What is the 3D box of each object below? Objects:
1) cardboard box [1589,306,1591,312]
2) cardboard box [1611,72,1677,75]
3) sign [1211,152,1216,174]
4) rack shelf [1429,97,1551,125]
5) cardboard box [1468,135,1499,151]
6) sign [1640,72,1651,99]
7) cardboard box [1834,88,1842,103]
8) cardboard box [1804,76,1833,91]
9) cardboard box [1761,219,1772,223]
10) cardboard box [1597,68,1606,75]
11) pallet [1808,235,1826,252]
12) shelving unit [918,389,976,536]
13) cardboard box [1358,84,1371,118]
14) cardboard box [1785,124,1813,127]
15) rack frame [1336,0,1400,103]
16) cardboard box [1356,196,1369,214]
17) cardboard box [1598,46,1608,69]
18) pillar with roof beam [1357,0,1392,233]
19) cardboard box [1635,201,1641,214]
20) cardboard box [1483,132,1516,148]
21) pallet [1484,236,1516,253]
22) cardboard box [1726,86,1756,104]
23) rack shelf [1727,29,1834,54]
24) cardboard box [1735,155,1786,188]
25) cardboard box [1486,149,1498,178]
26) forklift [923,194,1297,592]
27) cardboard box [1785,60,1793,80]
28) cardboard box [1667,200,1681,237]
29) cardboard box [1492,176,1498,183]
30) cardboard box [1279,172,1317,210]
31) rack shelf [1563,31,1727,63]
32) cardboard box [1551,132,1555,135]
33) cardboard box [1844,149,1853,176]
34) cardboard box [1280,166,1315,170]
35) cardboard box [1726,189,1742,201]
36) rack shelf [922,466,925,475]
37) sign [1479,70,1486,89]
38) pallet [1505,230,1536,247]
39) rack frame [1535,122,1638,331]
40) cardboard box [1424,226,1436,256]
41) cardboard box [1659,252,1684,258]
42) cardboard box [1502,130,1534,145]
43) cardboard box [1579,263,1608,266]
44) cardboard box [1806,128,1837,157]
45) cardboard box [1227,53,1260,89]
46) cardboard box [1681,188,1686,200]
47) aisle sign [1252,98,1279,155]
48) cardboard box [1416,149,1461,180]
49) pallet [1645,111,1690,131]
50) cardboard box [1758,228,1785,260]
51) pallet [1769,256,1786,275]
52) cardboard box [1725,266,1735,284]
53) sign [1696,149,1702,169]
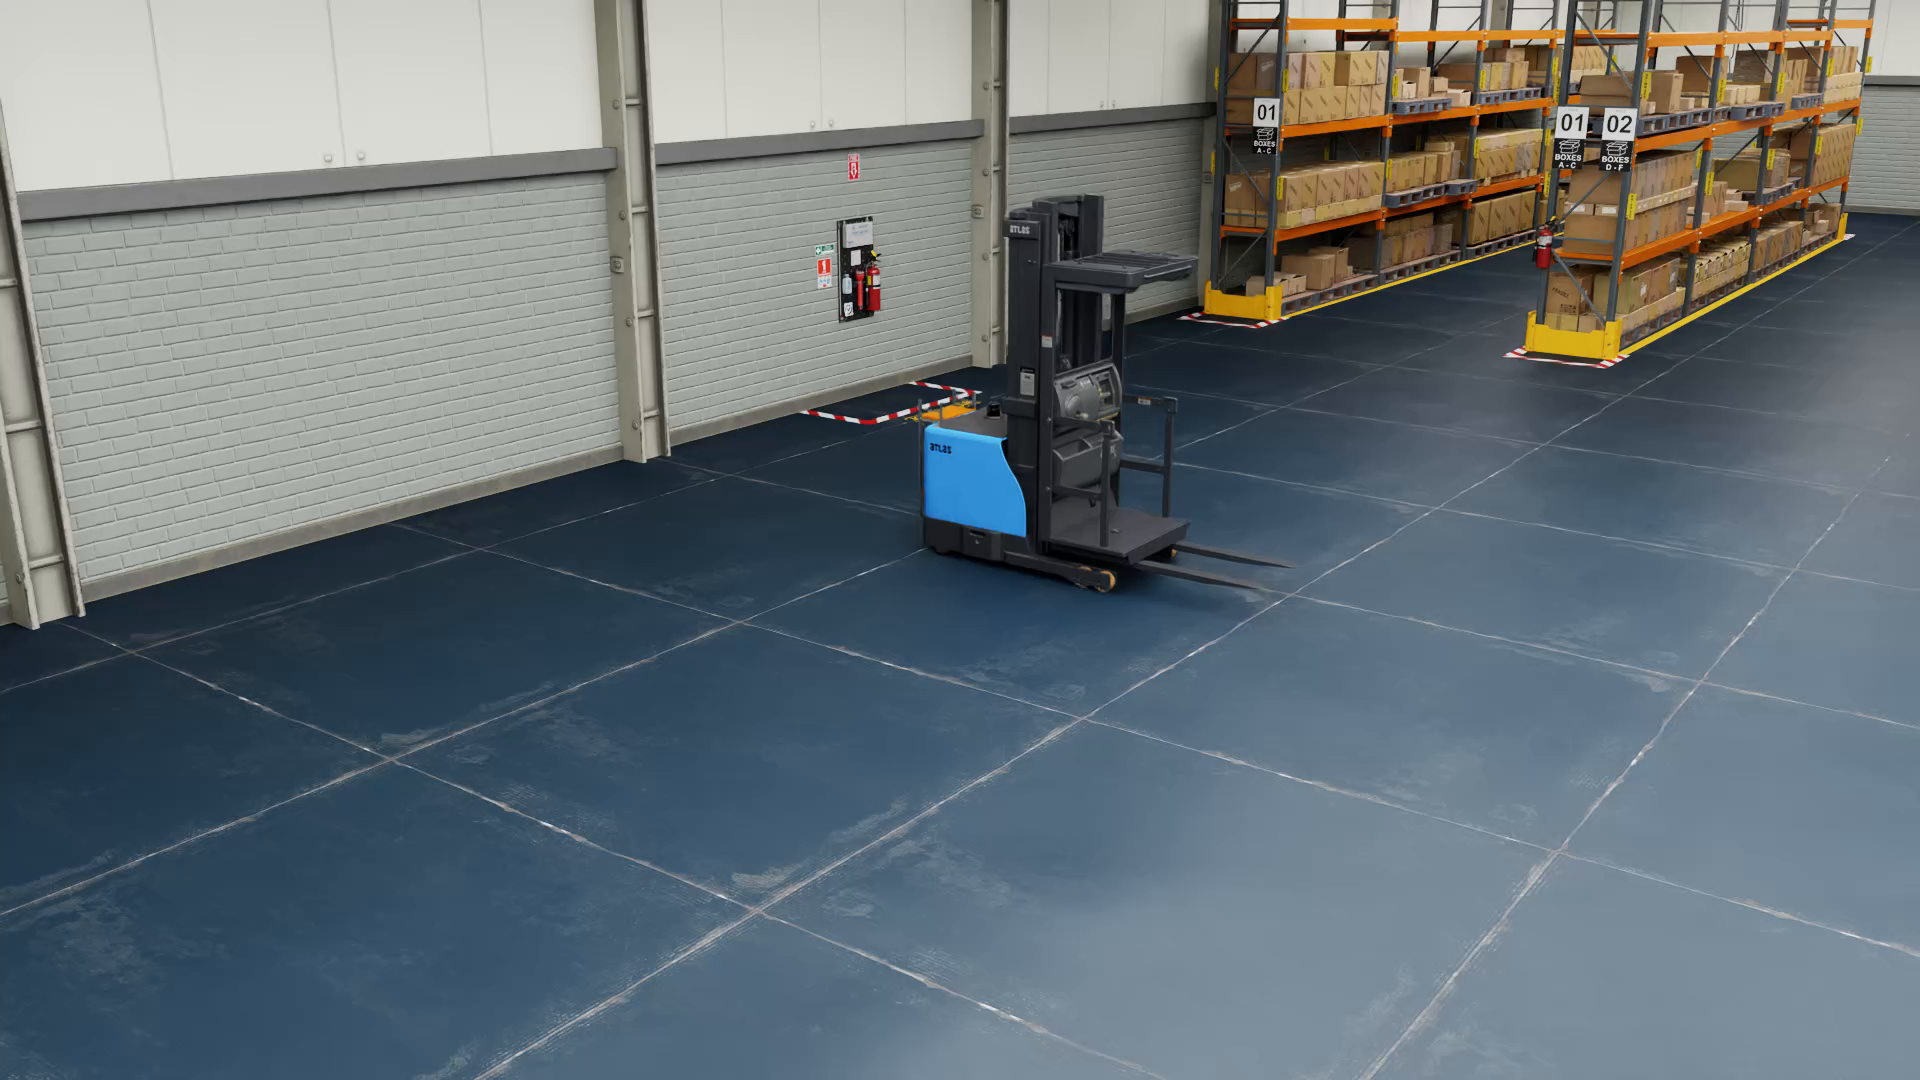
[{"bbox_3d":[8.579,-3.133,23.202,0.500,0.250,0.500,12,21,35],"label":"cardboard box"},{"bbox_3d":[9.510,-6.276,23.221,0.797,0.503,0.637,15,23,41],"label":"cardboard box"},{"bbox_3d":[3.794,-5.625,24.816,0.100,0.325,0.005,12,21,35],"label":"sign"},{"bbox_3d":[10.187,-8.289,32.035,1.077,0.370,4.000,12,21,35],"label":"rack shelf"},{"bbox_3d":[9.792,-7.472,31.280,0.500,0.250,0.500,12,21,34],"label":"cardboard box"},{"bbox_3d":[8.651,-5.732,20.980,0.100,0.325,0.005,12,21,35],"label":"sign"},{"bbox_3d":[16.448,-8.473,31.664,0.500,0.250,0.500,12,21,35],"label":"cardboard box"},{"bbox_3d":[15.848,-8.474,30.826,0.500,0.250,0.500,12,21,35],"label":"cardboard box"},{"bbox_3d":[14.875,-5.747,31.164,0.500,0.500,0.500,11,21,32],"label":"cardboard box"},{"bbox_3d":[13.538,-10.017,35.762,0.500,0.250,0.500,13,22,36],"label":"cardboard box"},{"bbox_3d":[16.495,-5.926,32.970,1.003,0.211,1.213,12,21,35],"label":"pallet"},{"bbox_3d":[-0.107,-0.656,14.333,0.258,1.200,0.503,12,21,34],"label":"shelving unit"},{"bbox_3d":[6.198,-6.979,26.400,0.500,0.500,0.500,10,20,30],"label":"cardboard box"},{"bbox_3d":[16.659,-7.977,33.019,0.500,0.500,0.500,13,21,35],"label":"cardboard box"},{"bbox_3d":[6.612,-8.636,26.881,1.000,3.000,0.127,12,21,35],"label":"rack frame"},{"bbox_3d":[6.269,-5.426,26.877,0.500,0.250,0.500,13,21,35],"label":"cardboard box"},{"bbox_3d":[13.545,-10.374,35.647,0.500,0.500,0.500,12,21,35],"label":"cardboard box"},{"bbox_3d":[10.983,-8.672,26.995,9.100,9.000,0.400,12,21,35],"label":"pillar with roof beam"},{"bbox_3d":[8.920,-4.480,22.349,0.380,0.149,0.250,13,21,35],"label":"cardboard box"},{"bbox_3d":[10.386,-7.715,32.061,0.500,0.250,0.500,12,21,34],"label":"cardboard box"},{"bbox_3d":[10.253,-5.856,32.746,1.003,0.211,1.213,12,21,35],"label":"pallet"},{"bbox_3d":[12.453,-7.165,26.746,0.500,0.250,0.500,13,22,36],"label":"cardboard box"},{"bbox_3d":[14.167,-8.656,28.833,1.077,0.370,4.000,12,21,35],"label":"rack shelf"},{"bbox_3d":[13.959,-6.452,29.086,0.500,0.500,0.700,-15,23,-40],"label":"cardboard box"},{"bbox_3d":[9.809,-7.117,31.400,0.500,0.500,0.500,13,22,36],"label":"cardboard box"},{"bbox_3d":[1.186,-1.171,13.073,3.031,2.935,1.130,12,21,34],"label":"forklift"},{"bbox_3d":[14.207,-8.106,29.185,0.600,0.600,0.600,11,21,33],"label":"cardboard box"},{"bbox_3d":[10.024,-4.711,24.188,0.700,0.500,0.500,12,21,34],"label":"cardboard box"},{"bbox_3d":[10.121,-6.963,31.997,0.380,0.149,0.250,13,21,36],"label":"cardboard box"},{"bbox_3d":[5.057,-5.291,25.180,0.500,0.500,0.500,12,21,35],"label":"cardboard box"},{"bbox_3d":[9.401,-6.751,22.697,1.077,0.370,4.000,12,21,35],"label":"rack shelf"},{"bbox_3d":[12.580,-8.294,35.389,0.980,0.700,0.700,11,20,32],"label":"cardboard box"},{"bbox_3d":[17.694,-7.648,33.646,0.500,0.500,0.500,13,22,36],"label":"cardboard box"},{"bbox_3d":[5.251,-5.627,26.259,0.500,0.500,0.500,13,21,35],"label":"cardboard box"},{"bbox_3d":[12.724,-5.728,27.782,0.500,0.311,0.500,14,22,38],"label":"cardboard box"},{"bbox_3d":[-0.107,-0.592,14.353,0.258,0.148,0.480,12,21,34],"label":"rack shelf"},{"bbox_3d":[9.429,-8.307,30.007,0.100,0.325,0.005,12,21,35],"label":"sign"},{"bbox_3d":[10.979,-6.148,33.686,1.003,0.211,1.213,12,21,35],"label":"pallet"},{"bbox_3d":[8.209,-3.944,21.887,1.000,3.000,0.127,12,21,35],"label":"rack frame"},{"bbox_3d":[8.207,-5.458,30.234,0.700,0.500,0.500,12,21,35],"label":"cardboard box"},{"bbox_3d":[11.207,-4.443,26.475,0.500,0.311,0.500,12,21,35],"label":"cardboard box"},{"bbox_3d":[10.993,-7.958,32.843,0.500,0.250,0.500,13,21,36],"label":"cardboard box"},{"bbox_3d":[9.172,-3.730,23.860,0.500,0.500,0.500,12,21,35],"label":"cardboard box"},{"bbox_3d":[16.479,-7.635,31.919,0.500,0.500,0.500,12,21,33],"label":"cardboard box"},{"bbox_3d":[4.275,-6.935,24.572,0.500,0.500,0.500,14,22,37],"label":"cardboard box"},{"bbox_3d":[10.299,-5.030,24.123,0.380,0.149,0.250,12,21,33],"label":"cardboard box"},{"bbox_3d":[4.426,-5.990,24.092,0.394,0.787,0.004,12,21,35],"label":"aisle sign"},{"bbox_3d":[8.723,-6.868,30.393,0.700,0.500,0.500,10,20,28],"label":"cardboard box"},{"bbox_3d":[9.377,-5.790,22.923,1.003,0.211,1.213,12,21,35],"label":"pallet"},{"bbox_3d":[14.393,-5.293,29.705,0.500,0.500,0.500,12,21,33],"label":"cardboard box"},{"bbox_3d":[14.178,-4.978,29.919,1.003,0.211,1.213,12,21,35],"label":"pallet"},{"bbox_3d":[12.252,-4.326,27.045,0.500,0.250,0.500,13,21,36],"label":"cardboard box"},{"bbox_3d":[12.534,-6.458,28.164,0.100,0.325,0.005,12,21,35],"label":"sign"}]
